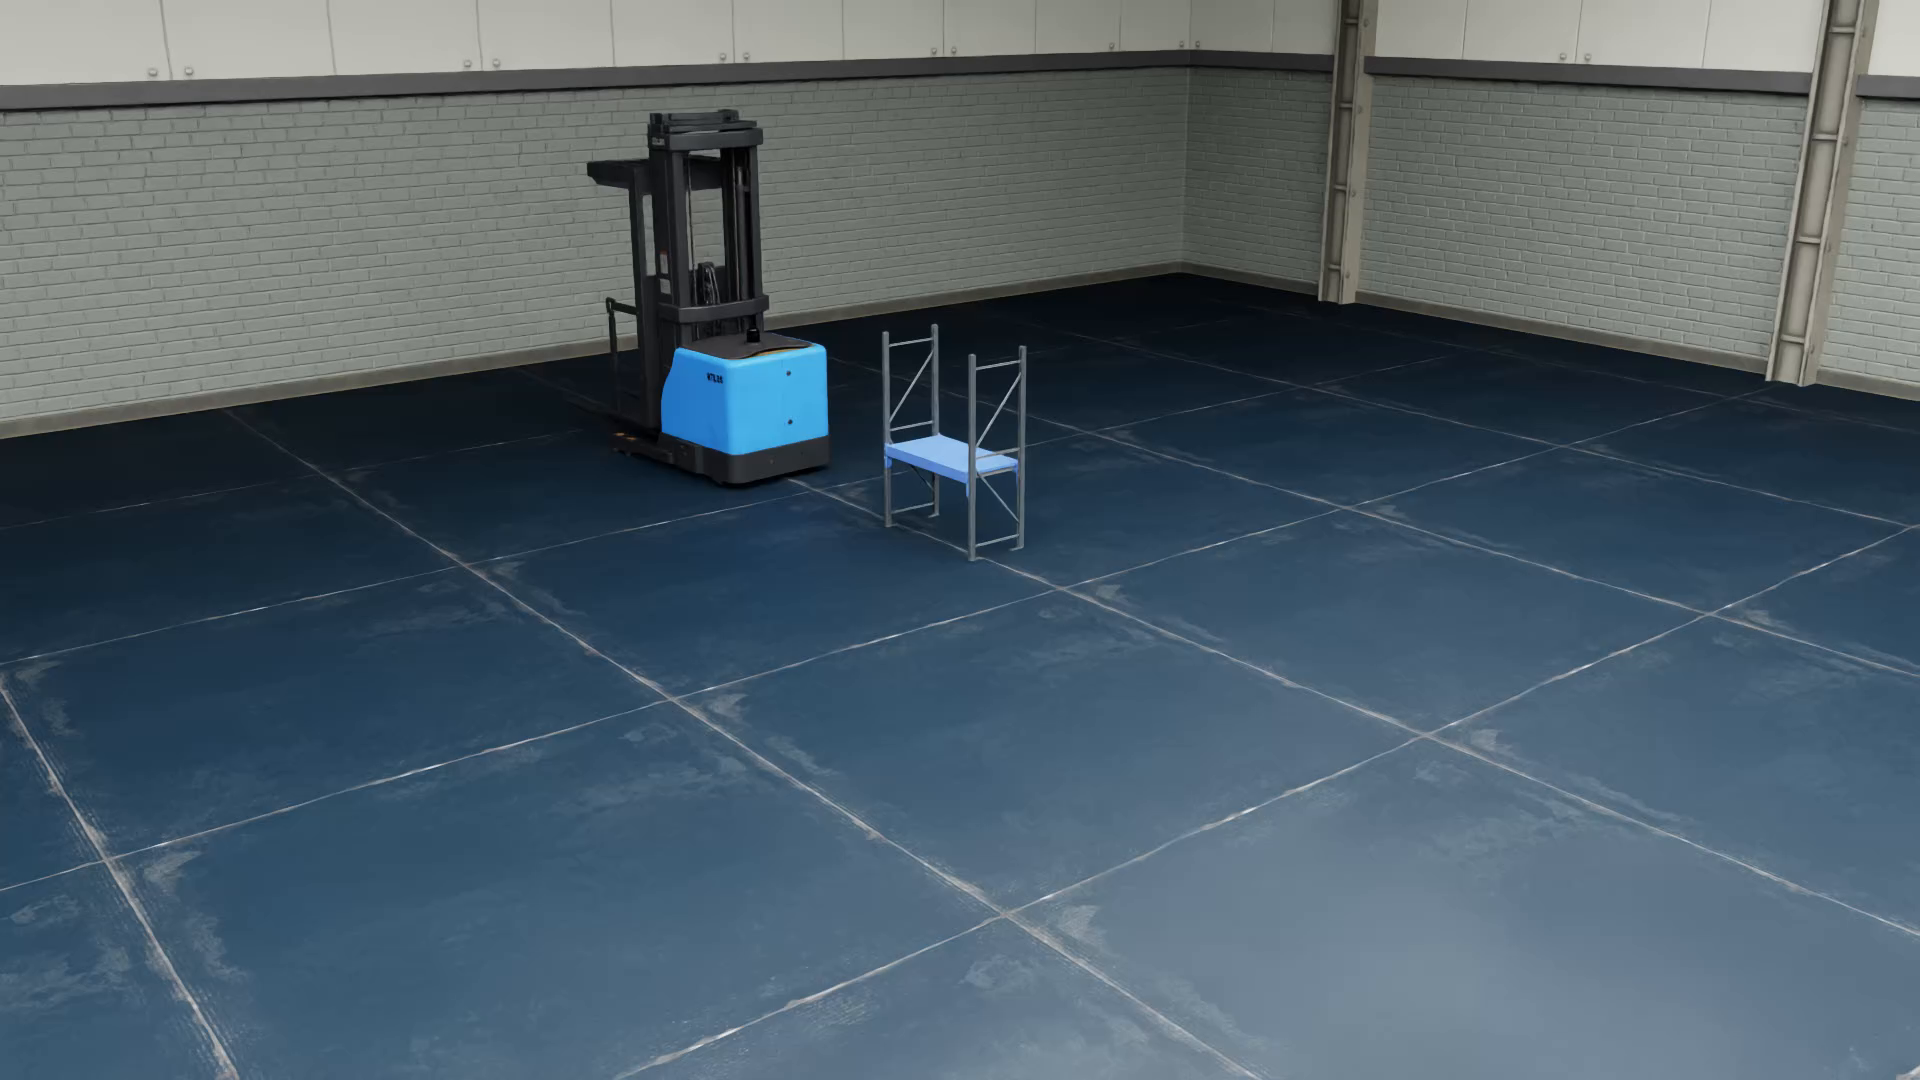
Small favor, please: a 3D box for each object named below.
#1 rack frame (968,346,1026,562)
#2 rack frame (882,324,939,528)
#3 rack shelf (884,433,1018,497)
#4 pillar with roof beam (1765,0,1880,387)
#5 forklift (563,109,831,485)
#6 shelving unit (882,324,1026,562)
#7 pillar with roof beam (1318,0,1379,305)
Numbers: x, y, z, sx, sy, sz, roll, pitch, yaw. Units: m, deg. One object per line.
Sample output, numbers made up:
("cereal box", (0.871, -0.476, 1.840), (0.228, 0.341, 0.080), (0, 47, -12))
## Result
("rack frame", (0.263, -0.608, 11.812), (0.500, 1.500, 0.032), (-14, 23, -36))
("rack frame", (-0.369, -0.858, 12.568), (0.500, 1.500, 0.032), (-14, 23, -36))
("rack shelf", (-0.053, -0.562, 12.247), (0.538, 0.185, 1.000), (-14, 23, -36))
("pillar with roof beam", (5.296, -5.085, 13.404), (9.100, 9.000, 0.400), (-14, 23, -36))
("forklift", (-2.468, -2.228, 14.429), (1.130, 2.935, 3.031), (-16, 24, -40))
("shelving unit", (-0.053, -0.733, 12.190), (0.538, 1.500, 1.048), (-14, 23, -36))
("pillar with roof beam", (1.570, -6.564, 17.869), (9.100, 9.000, 0.400), (-14, 23, -36))
